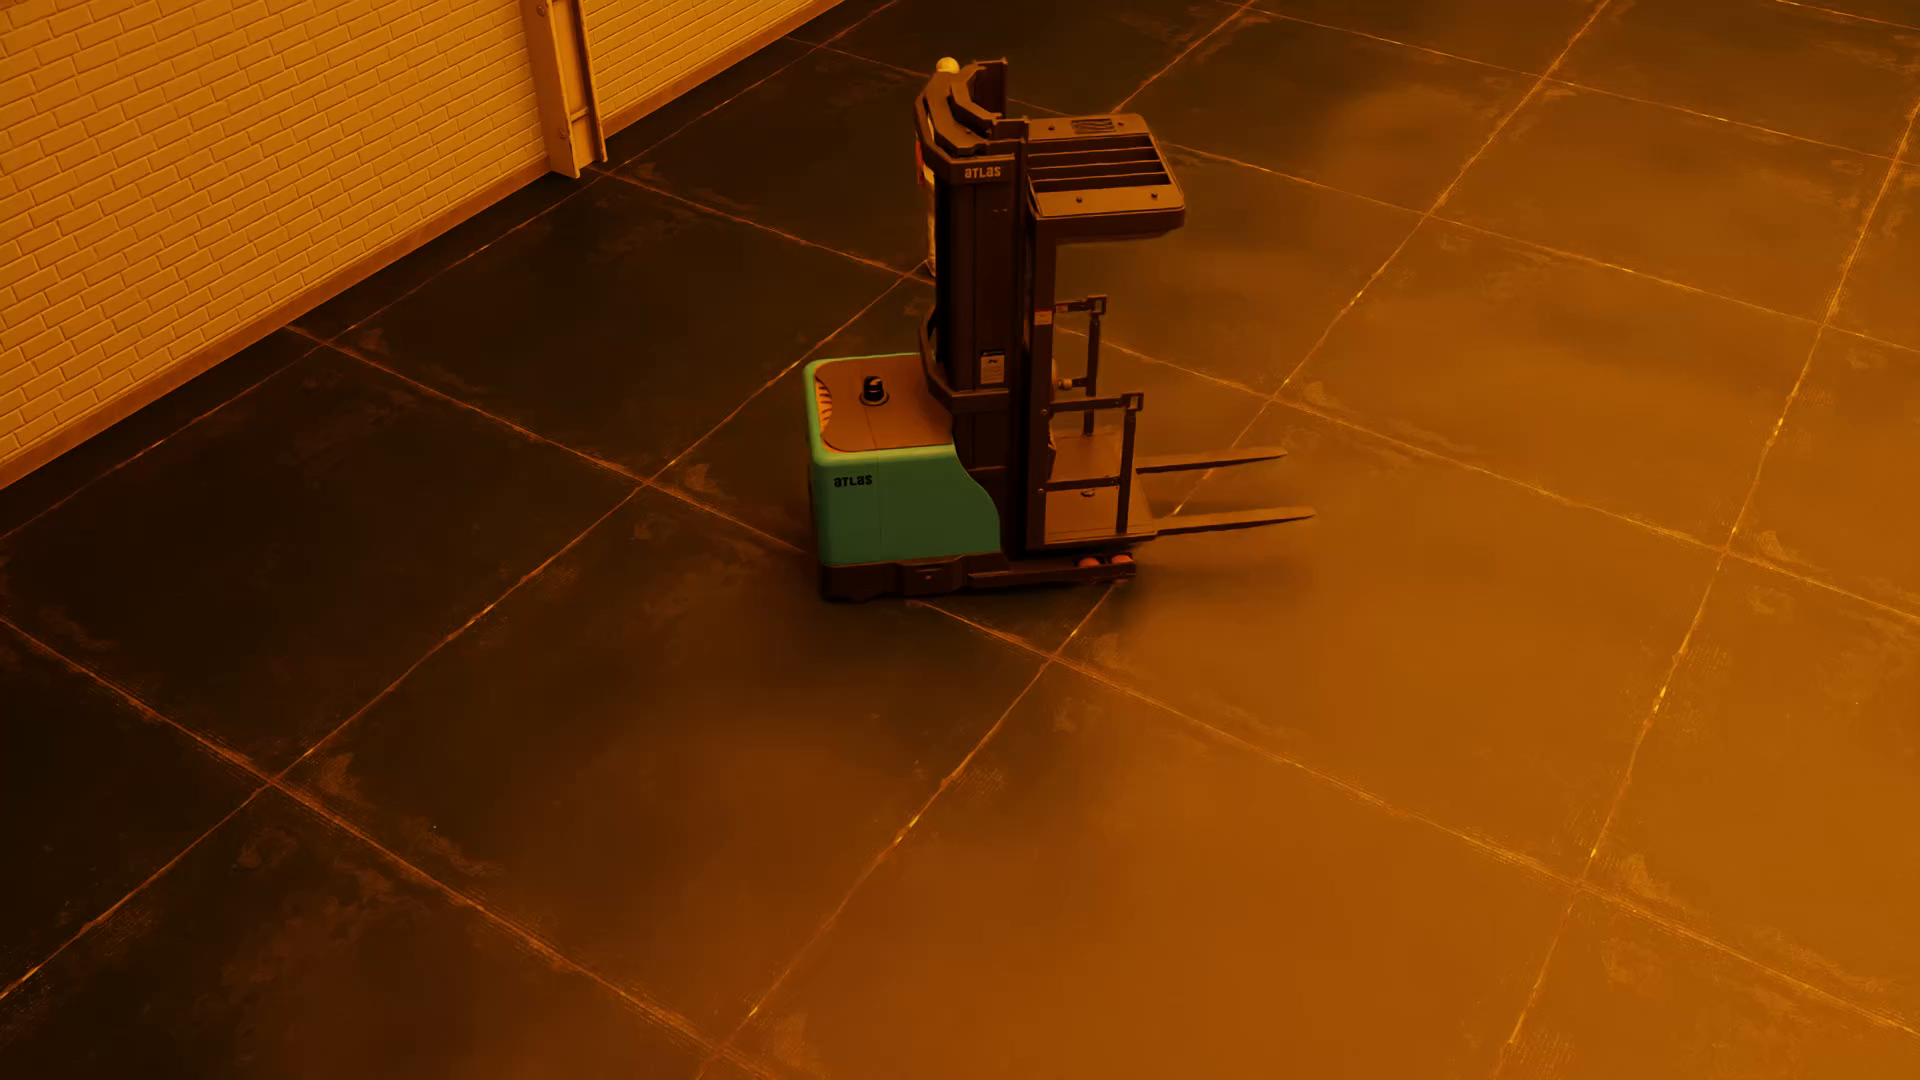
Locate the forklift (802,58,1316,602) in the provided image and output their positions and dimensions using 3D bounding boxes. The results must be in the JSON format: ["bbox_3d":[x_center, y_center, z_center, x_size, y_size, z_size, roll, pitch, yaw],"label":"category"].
[{"bbox_3d":[0.613,-1.184,9.365,3.031,2.935,1.130,-5,41,-6],"label":"forklift"}]

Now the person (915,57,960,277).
[{"bbox_3d":[-0.047,-2.698,12.132,0.553,1.665,0.468,-1,40,-2],"label":"person"}]
